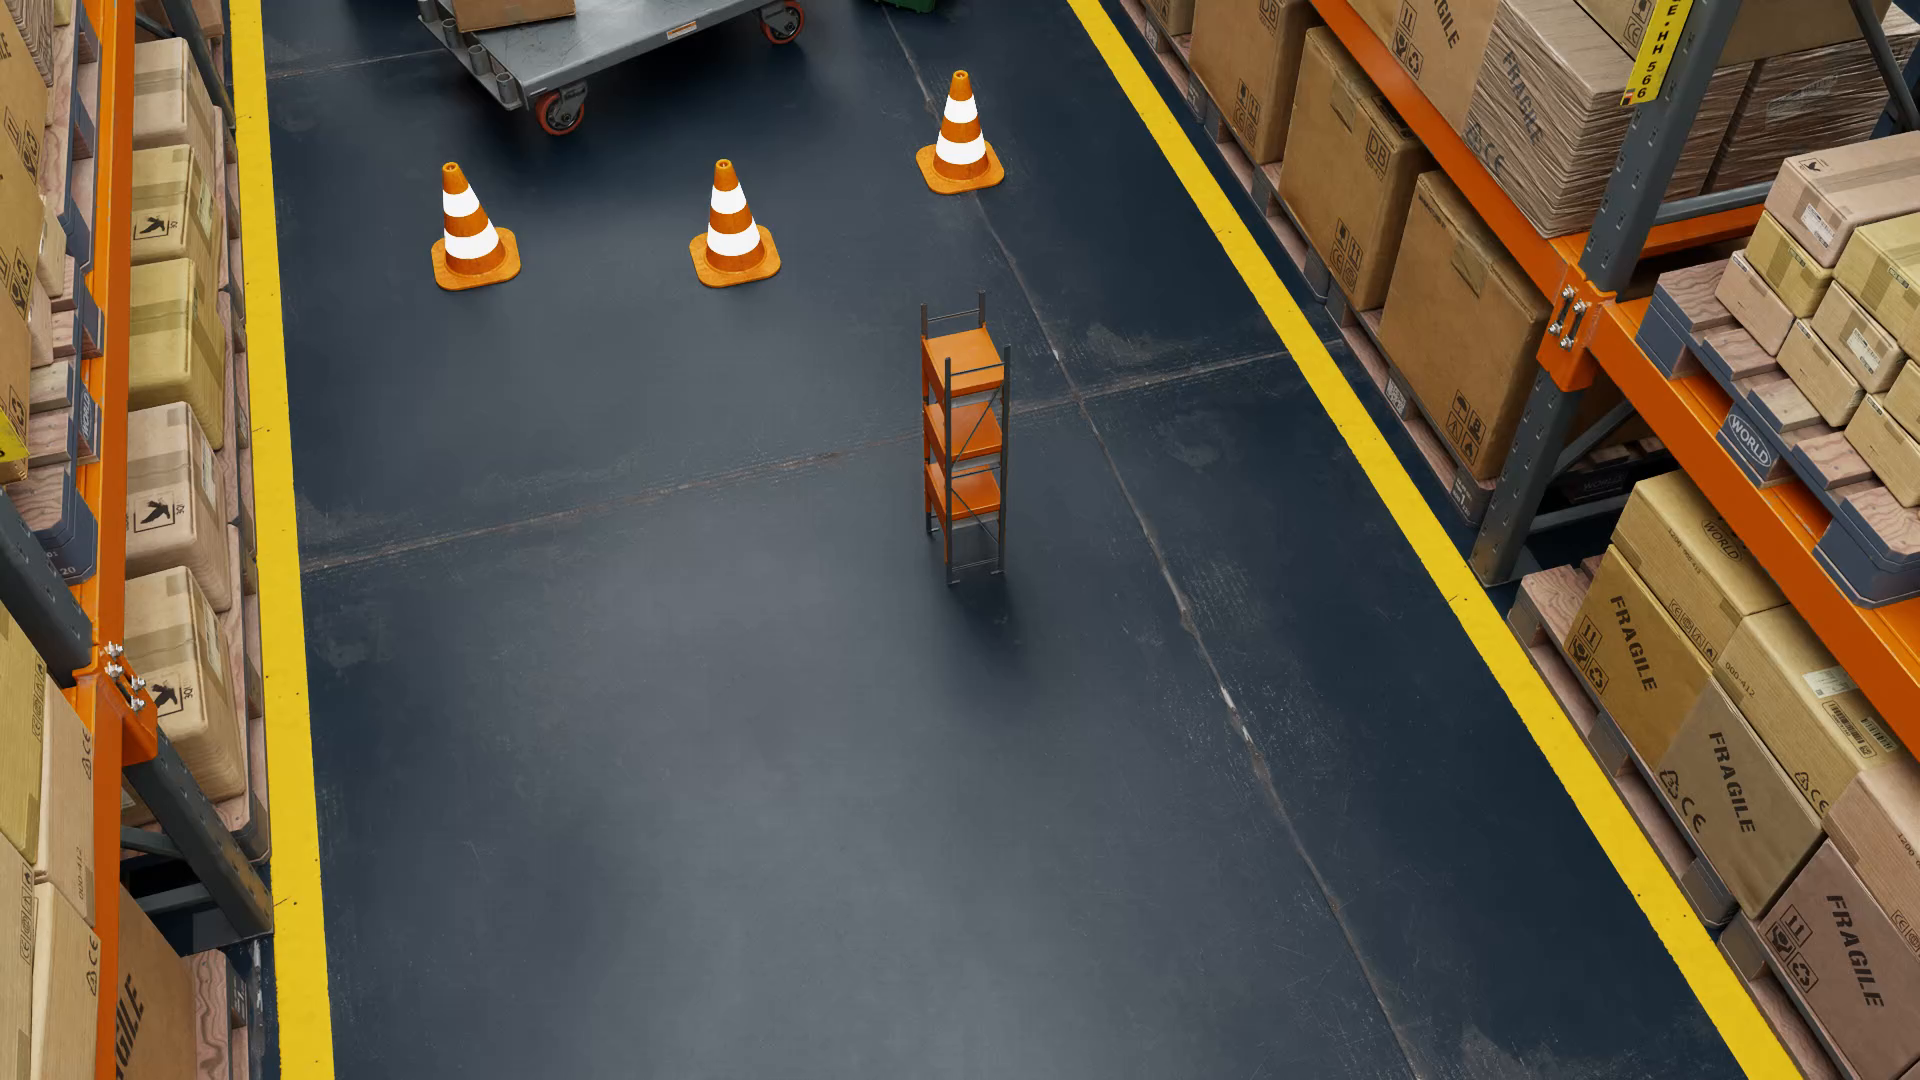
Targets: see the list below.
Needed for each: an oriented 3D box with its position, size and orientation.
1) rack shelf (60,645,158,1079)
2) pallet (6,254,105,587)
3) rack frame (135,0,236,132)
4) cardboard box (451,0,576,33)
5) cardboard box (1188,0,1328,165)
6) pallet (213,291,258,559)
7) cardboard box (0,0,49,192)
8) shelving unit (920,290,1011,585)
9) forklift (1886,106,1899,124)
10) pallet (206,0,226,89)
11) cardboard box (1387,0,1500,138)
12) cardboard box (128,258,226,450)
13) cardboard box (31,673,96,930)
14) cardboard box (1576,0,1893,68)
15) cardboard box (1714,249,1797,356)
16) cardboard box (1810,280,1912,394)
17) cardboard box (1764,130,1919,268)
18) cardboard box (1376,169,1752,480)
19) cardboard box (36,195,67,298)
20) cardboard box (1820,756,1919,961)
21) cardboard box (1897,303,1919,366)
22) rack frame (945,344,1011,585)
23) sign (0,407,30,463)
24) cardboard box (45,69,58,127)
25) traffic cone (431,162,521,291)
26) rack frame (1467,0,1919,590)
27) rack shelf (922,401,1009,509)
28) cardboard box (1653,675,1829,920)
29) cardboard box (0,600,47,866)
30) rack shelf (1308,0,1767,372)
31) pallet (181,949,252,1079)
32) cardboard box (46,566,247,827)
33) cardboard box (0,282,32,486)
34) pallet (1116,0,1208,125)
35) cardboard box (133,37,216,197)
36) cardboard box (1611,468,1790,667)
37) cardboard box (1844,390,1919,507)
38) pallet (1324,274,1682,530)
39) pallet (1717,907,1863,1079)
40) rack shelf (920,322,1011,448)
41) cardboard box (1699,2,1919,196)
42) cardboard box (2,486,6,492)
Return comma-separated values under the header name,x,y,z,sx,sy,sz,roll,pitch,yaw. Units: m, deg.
name,x,y,z,sx,sy,sz,roll,pitch,yaw
rack shelf,-1.879,1.929,2.632,1.077,0.370,4.000,-13,51,-11
pallet,-2.783,-0.198,4.080,1.213,0.211,1.003,-13,51,-11
rack frame,-3.653,-2.685,6.051,1.000,3.000,0.127,-13,51,-11
cardboard box,-1.962,-2.548,7.075,0.500,0.500,0.500,-13,51,-11
cardboard box,1.597,-2.150,6.797,1.050,0.750,0.750,-13,51,-11
pallet,-3.057,-0.325,5.886,1.003,0.211,1.213,-13,51,-11
cardboard box,-2.707,-1.173,4.242,0.500,0.500,0.500,-13,51,-10
shelving unit,0.016,-0.299,5.316,0.215,1.050,0.252,-13,51,-11
forklift,4.644,-1.580,5.165,1.130,2.935,3.031,-13,51,-11
pallet,-3.886,-2.268,7.524,1.003,0.211,1.213,-13,51,-11
cardboard box,1.693,-1.621,5.090,0.500,0.500,0.500,-13,51,-11
cardboard box,-3.073,-0.559,5.703,0.950,0.372,0.625,-12,51,-10
cardboard box,-2.073,0.596,3.384,0.500,0.250,0.500,-15,51,-12
cardboard box,2.105,-1.641,4.452,0.700,0.500,0.500,-14,51,-11
cardboard box,2.168,-0.638,4.216,0.380,0.149,0.250,-14,51,-11
cardboard box,2.262,-0.510,3.914,0.380,0.149,0.250,-11,51,-9
cardboard box,2.181,-0.818,3.978,0.380,0.149,0.250,-13,51,-11
cardboard box,2.134,-0.832,5.686,1.050,0.750,0.750,-14,51,-11
cardboard box,-2.539,-0.727,4.291,0.380,0.149,0.250,-13,51,-11
cardboard box,2.485,0.765,4.013,0.500,0.250,0.500,-13,51,-11
cardboard box,2.330,-0.445,3.664,0.380,0.149,0.250,-14,51,-11
rack frame,0.052,-0.210,5.241,0.200,1.050,0.008,-13,51,-11
sign,-1.941,-0.264,3.254,0.100,0.325,0.005,-13,51,-11
cardboard box,-2.820,-1.288,4.764,0.380,0.149,0.250,-12,51,-10
traffic cone,-1.949,-1.278,6.525,0.336,0.463,0.334,-13,51,-11
rack frame,2.228,-0.956,4.594,1.000,3.000,0.127,-13,51,-11
rack shelf,0.016,-0.292,5.324,0.215,0.259,0.240,-13,51,-11
cardboard box,2.346,0.655,4.596,0.500,0.500,0.500,-13,51,-11
cardboard box,-2.084,0.420,3.205,0.500,0.250,0.500,-13,51,-11
rack shelf,1.637,-2.185,6.101,1.077,0.370,4.000,-13,51,-11
pallet,-2.309,1.728,4.155,1.003,0.211,1.213,-13,51,-11
cardboard box,-2.628,0.533,4.782,0.950,0.372,0.625,-16,52,-13
cardboard box,-2.382,-0.408,3.597,0.500,0.500,0.500,-15,51,-12
pallet,1.346,-2.432,7.663,1.003,0.211,1.213,-13,51,-11
cardboard box,-3.496,-1.591,6.573,0.950,0.372,0.625,-13,51,-11
cardboard box,2.201,0.031,4.632,0.500,0.250,0.500,-15,52,-13
cardboard box,2.327,-0.245,3.885,0.380,0.149,0.250,-11,51,-9
pallet,2.067,-0.650,6.160,1.003,0.211,1.213,-13,51,-11
pallet,2.815,1.403,4.429,1.003,0.211,1.213,-13,51,-11
rack shelf,0.016,-0.475,5.107,0.215,0.259,0.240,-13,51,-11
cardboard box,2.354,-1.377,4.884,0.500,0.500,0.500,-13,51,-11
cardboard box,-2.389,-0.097,3.760,0.380,0.149,0.250,-16,52,-13
